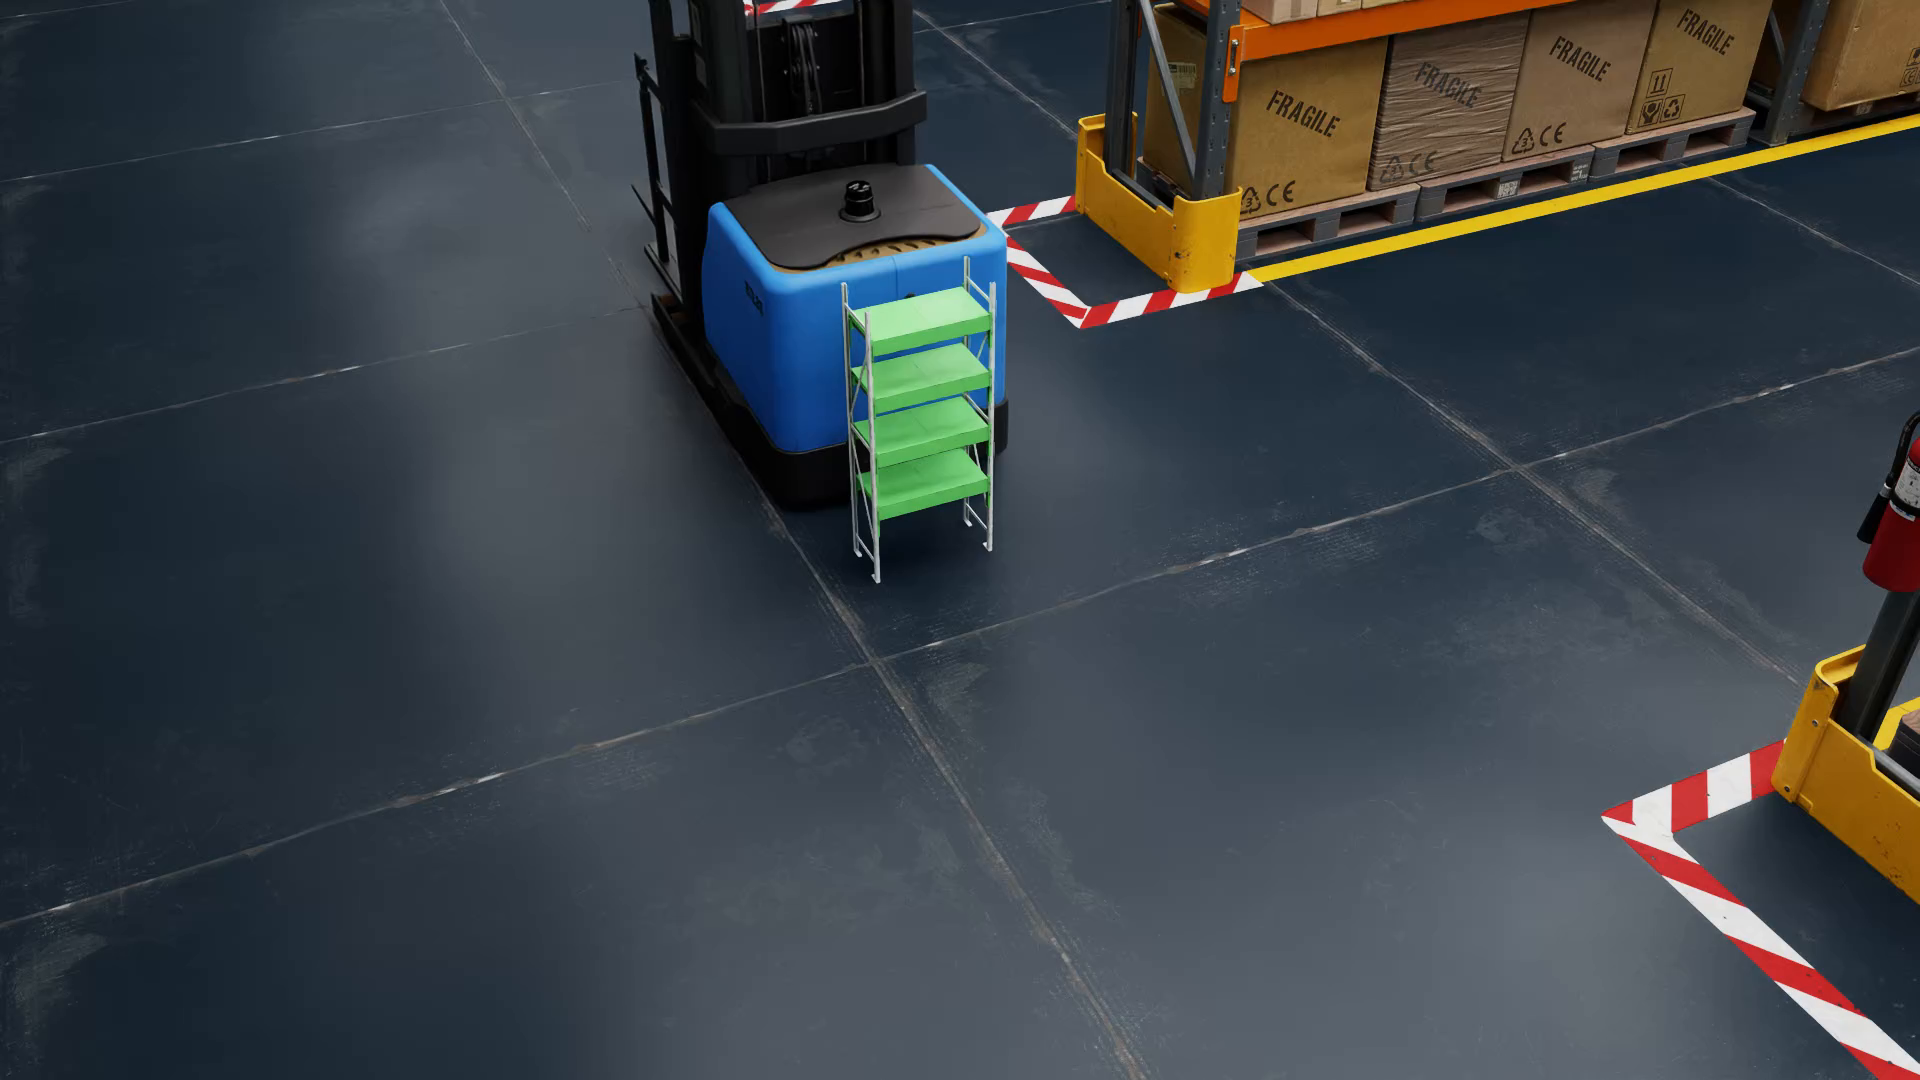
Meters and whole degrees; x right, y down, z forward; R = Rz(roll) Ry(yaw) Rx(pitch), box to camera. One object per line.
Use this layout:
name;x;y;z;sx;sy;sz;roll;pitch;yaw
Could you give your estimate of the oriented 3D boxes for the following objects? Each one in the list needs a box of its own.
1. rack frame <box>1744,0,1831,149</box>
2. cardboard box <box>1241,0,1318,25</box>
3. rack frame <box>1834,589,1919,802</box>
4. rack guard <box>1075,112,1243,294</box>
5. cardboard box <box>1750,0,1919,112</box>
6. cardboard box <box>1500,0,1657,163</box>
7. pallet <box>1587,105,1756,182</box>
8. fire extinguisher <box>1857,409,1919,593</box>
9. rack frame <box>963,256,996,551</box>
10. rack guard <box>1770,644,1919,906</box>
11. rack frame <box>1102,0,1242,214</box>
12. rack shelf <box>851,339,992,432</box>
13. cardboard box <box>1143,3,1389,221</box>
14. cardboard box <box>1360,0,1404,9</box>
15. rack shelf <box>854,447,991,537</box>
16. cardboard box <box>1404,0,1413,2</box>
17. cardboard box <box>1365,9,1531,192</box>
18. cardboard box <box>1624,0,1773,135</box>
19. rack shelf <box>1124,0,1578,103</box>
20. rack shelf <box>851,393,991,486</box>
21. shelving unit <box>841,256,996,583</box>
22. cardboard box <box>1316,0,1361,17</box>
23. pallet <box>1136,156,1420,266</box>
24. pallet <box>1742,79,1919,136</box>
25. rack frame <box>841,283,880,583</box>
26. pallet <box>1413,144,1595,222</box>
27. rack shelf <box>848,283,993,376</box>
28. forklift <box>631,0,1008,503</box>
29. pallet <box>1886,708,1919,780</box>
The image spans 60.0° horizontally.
rack frame;4.664;-3.818;9.379;0.127;3.000;1.000;-16;39;-20
cardboard box;1.504;-2.616;7.970;0.250;0.149;0.380;-15;39;-19
rack frame;3.147;-0.134;4.413;0.127;3.000;1.000;-16;39;-20
rack guard;1.021;-1.795;8.751;0.348;0.500;1.175;-16;39;-20
cardboard box;5.235;-3.306;10.120;0.875;0.875;1.225;-15;39;-20
cardboard box;3.217;-2.781;9.413;0.875;0.875;0.875;-16;39;-20
pallet;3.942;-2.547;10.007;1.213;0.211;1.003;-16;39;-20
fire extinguisher;2.818;-0.160;4.826;0.183;0.674;0.296;-16;39;-20
rack frame;0.071;-0.502;6.419;0.015;1.200;0.240;-16;39;-20
rack guard;3.131;0.883;5.140;0.348;0.500;1.175;-16;39;-20
rack frame;1.043;-2.805;8.014;0.127;3.000;1.000;-16;39;-20
rack shelf;-0.150;-0.581;6.231;0.480;0.148;0.258;-16;39;-20
cardboard box;1.588;-2.326;8.798;0.875;0.875;0.875;-16;39;-20
cardboard box;1.968;-2.747;8.146;0.250;0.149;0.380;-17;40;-21
rack shelf;-0.150;-0.196;6.517;0.480;0.148;0.258;-16;39;-20
cardboard box;2.203;-2.813;8.236;0.250;0.149;0.380;-16;40;-21
cardboard box;2.412;-2.556;9.109;0.875;0.875;0.875;-16;39;-20
cardboard box;4.032;-3.009;9.720;0.875;0.875;0.875;-16;39;-20
rack shelf;2.853;-3.022;8.911;4.000;0.370;1.077;-16;39;-20
rack shelf;-0.150;-0.389;6.374;0.480;0.148;0.258;-16;39;-20
shelving unit;-0.150;-0.440;6.336;0.503;1.200;0.258;-16;39;-20
cardboard box;1.736;-2.682;8.059;0.250;0.149;0.380;-16;40;-21
pallet;1.733;-1.930;9.175;1.213;0.211;1.003;-16;39;-20
pallet;5.330;-2.934;10.528;1.213;0.211;1.003;-16;39;-20
rack frame;-0.371;-0.378;6.253;0.015;1.200;0.240;-16;39;-20
pallet;2.836;-2.236;9.588;1.213;0.211;1.003;-16;39;-20
rack shelf;-0.150;-0.774;6.088;0.480;0.148;0.258;-16;39;-20
forklift;-0.855;-2.203;7.260;1.130;2.935;3.031;-15;39;-19
pallet;3.910;0.798;5.497;1.213;0.211;1.003;-16;39;-20
